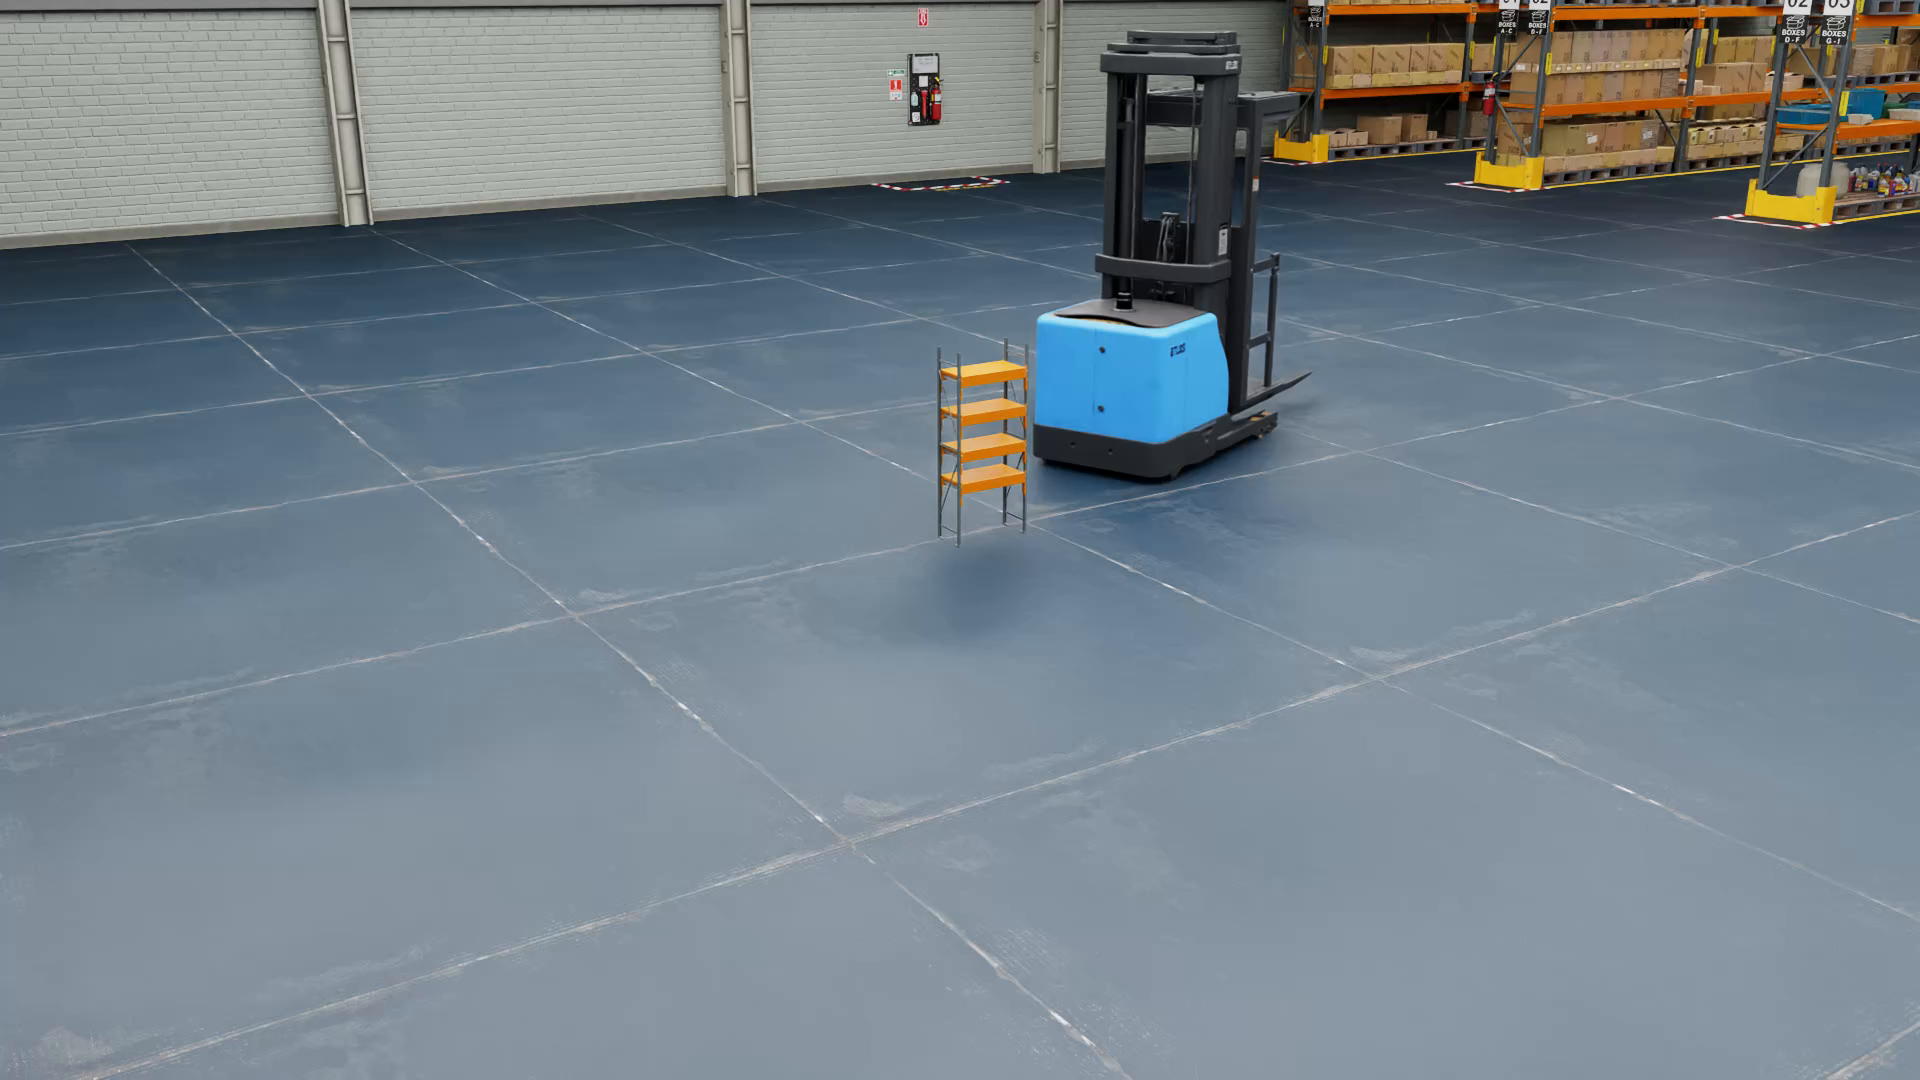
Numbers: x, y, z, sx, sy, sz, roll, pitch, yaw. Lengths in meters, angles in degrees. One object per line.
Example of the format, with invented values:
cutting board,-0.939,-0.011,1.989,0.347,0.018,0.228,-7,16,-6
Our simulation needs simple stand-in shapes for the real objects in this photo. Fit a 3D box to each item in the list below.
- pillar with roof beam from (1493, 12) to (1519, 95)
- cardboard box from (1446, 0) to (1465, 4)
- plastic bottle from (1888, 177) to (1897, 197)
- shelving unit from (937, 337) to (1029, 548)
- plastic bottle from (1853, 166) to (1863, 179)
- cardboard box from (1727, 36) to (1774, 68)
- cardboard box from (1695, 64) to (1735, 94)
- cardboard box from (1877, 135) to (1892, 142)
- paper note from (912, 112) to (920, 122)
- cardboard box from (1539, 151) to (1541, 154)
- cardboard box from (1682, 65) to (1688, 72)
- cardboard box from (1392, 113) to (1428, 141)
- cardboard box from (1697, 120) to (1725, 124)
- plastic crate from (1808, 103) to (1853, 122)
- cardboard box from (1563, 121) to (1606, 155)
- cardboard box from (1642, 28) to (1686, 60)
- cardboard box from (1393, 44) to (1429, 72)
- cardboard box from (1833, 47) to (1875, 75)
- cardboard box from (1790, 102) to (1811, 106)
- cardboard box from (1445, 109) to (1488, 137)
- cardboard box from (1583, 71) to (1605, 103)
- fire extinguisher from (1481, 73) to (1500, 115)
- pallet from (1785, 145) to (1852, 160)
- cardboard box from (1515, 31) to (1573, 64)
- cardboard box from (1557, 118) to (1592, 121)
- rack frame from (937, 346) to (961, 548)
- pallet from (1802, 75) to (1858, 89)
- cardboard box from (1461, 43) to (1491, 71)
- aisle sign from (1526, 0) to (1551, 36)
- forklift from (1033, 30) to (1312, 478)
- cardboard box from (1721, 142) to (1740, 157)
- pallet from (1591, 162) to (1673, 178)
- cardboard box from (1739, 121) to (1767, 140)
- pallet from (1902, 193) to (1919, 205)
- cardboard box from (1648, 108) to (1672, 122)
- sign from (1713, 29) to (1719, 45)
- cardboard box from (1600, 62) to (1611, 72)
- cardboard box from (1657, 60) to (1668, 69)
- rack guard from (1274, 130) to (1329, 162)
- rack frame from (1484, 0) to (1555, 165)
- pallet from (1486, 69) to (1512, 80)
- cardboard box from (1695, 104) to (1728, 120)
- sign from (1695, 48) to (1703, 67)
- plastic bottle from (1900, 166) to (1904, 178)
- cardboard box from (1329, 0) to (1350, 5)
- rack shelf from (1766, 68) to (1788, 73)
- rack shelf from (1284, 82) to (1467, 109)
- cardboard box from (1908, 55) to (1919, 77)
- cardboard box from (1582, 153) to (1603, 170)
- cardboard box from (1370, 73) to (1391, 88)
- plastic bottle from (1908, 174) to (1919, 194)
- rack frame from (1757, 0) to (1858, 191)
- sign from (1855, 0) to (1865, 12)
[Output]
pillar with roof beam,13.924,-11.784,31.051,0.400,9.000,9.100,-12,22,-31
cardboard box,9.489,-10.709,32.367,0.500,0.500,0.500,-11,22,-30
plastic bottle,13.770,-5.225,24.570,0.133,0.283,0.061,-11,22,-31
shelving unit,0.138,-0.598,10.139,0.503,1.200,0.258,-12,22,-31
plastic bottle,13.655,-5.518,25.333,0.185,0.351,0.144,-11,22,-29
cardboard box,18.135,-11.287,38.479,0.700,0.700,0.980,-13,23,-34
cardboard box,13.595,-8.333,30.055,0.500,0.500,0.500,-10,21,-28
cardboard box,18.095,-8.159,32.911,0.500,0.500,0.500,-12,22,-31
paper note,-0.737,-7.125,28.011,0.142,0.148,0.016,-12,22,-31
cardboard box,9.860,-6.519,28.481,0.500,0.250,0.500,-12,22,-31
cardboard box,15.893,-10.467,36.882,0.250,0.149,0.380,-11,22,-30
cardboard box,8.932,-8.217,33.084,0.500,0.500,0.500,-14,23,-35
cardboard box,13.956,-7.640,30.923,0.500,0.311,0.500,-12,22,-32
plastic crate,12.684,-6.243,24.259,0.408,0.251,0.499,-12,22,-31
cardboard box,10.561,-6.824,28.214,0.500,0.500,0.500,-12,22,-31
cardboard box,12.137,-8.644,28.949,0.500,0.500,0.700,-12,22,-31
cardboard box,8.712,-9.339,32.218,0.500,0.500,0.500,-13,22,-33
cardboard box,17.178,-9.264,32.152,0.500,0.500,0.700,-8,20,-21
cardboard box,16.542,-8.385,32.408,0.500,0.250,0.500,-11,22,-29
cardboard box,10.383,-8.545,34.053,0.500,0.500,0.700,-11,22,-30
cardboard box,10.415,-7.664,28.074,0.500,0.500,0.700,-12,22,-31
fire extinguisher,8.810,-7.425,27.643,0.183,0.674,0.296,-12,22,-31
pallet,16.490,-7.567,32.299,1.213,0.211,1.003,-12,22,-31
cardboard box,9.605,-8.108,27.362,0.500,0.500,0.700,-12,22,-31
cardboard box,10.693,-7.051,28.885,0.500,0.500,0.500,-12,22,-31
rack frame,-0.066,-0.555,10.012,0.015,1.200,0.240,-12,22,-31
pallet,16.373,-8.814,31.932,1.003,0.211,1.213,-12,22,-31
cardboard box,10.221,-9.723,33.478,0.500,0.500,0.700,-12,22,-31
aisle sign,9.277,-8.496,26.632,0.004,0.787,0.394,-12,22,-31
forklift,1.762,-2.224,12.246,1.130,2.935,3.031,12,22,32
cardboard box,13.836,-7.145,30.334,0.500,0.250,0.500,-13,22,-33
pallet,11.817,-6.612,29.474,1.213,0.211,1.003,-12,22,-31
cardboard box,14.690,-7.589,30.772,0.500,0.311,0.500,-12,22,-32
pallet,14.642,-5.309,25.618,1.213,0.211,1.003,-12,22,-31
cardboard box,15.246,-9.670,36.864,0.750,0.750,0.750,-11,22,-30
sign,16.765,-11.163,36.897,0.005,0.325,0.100,-12,22,-31
cardboard box,10.684,-7.951,27.912,0.250,0.149,0.380,-12,22,-32
cardboard box,11.970,-8.222,28.712,0.250,0.149,0.380,-13,22,-33
rack guard,6.500,-7.511,31.682,0.348,0.500,1.175,-12,22,-31
rack frame,9.164,-7.358,27.325,0.127,3.000,1.000,-12,22,-31
pallet,11.487,-9.641,34.377,1.213,0.211,1.003,-12,22,-31
cardboard box,17.139,-9.915,38.136,0.500,0.500,0.700,-12,22,-31
sign,12.811,-8.362,28.819,0.005,0.325,0.100,-12,22,-31
plastic bottle,14.718,-5.714,26.035,0.097,0.271,0.097,0,19,0
cardboard box,6.853,-10.152,30.719,0.500,0.500,0.500,-11,22,-30
rack shelf,18.129,-10.807,38.652,4.000,0.370,1.077,-12,22,-31
rack shelf,8.107,-8.694,32.399,4.000,0.370,1.077,-12,22,-31
cardboard box,19.462,-9.675,34.024,0.500,0.500,0.500,-11,22,-31
cardboard box,10.567,-6.466,28.325,0.500,0.250,0.500,-12,22,-31
cardboard box,7.873,-8.805,31.809,0.500,0.250,0.500,-12,22,-32
plastic bottle,14.278,-5.346,24.940,0.135,0.276,0.152,-11,22,-30
rack frame,11.885,-6.032,23.404,0.127,3.000,1.000,-12,22,-31
sign,12.184,-7.309,22.485,0.005,0.325,0.100,-12,22,-31
